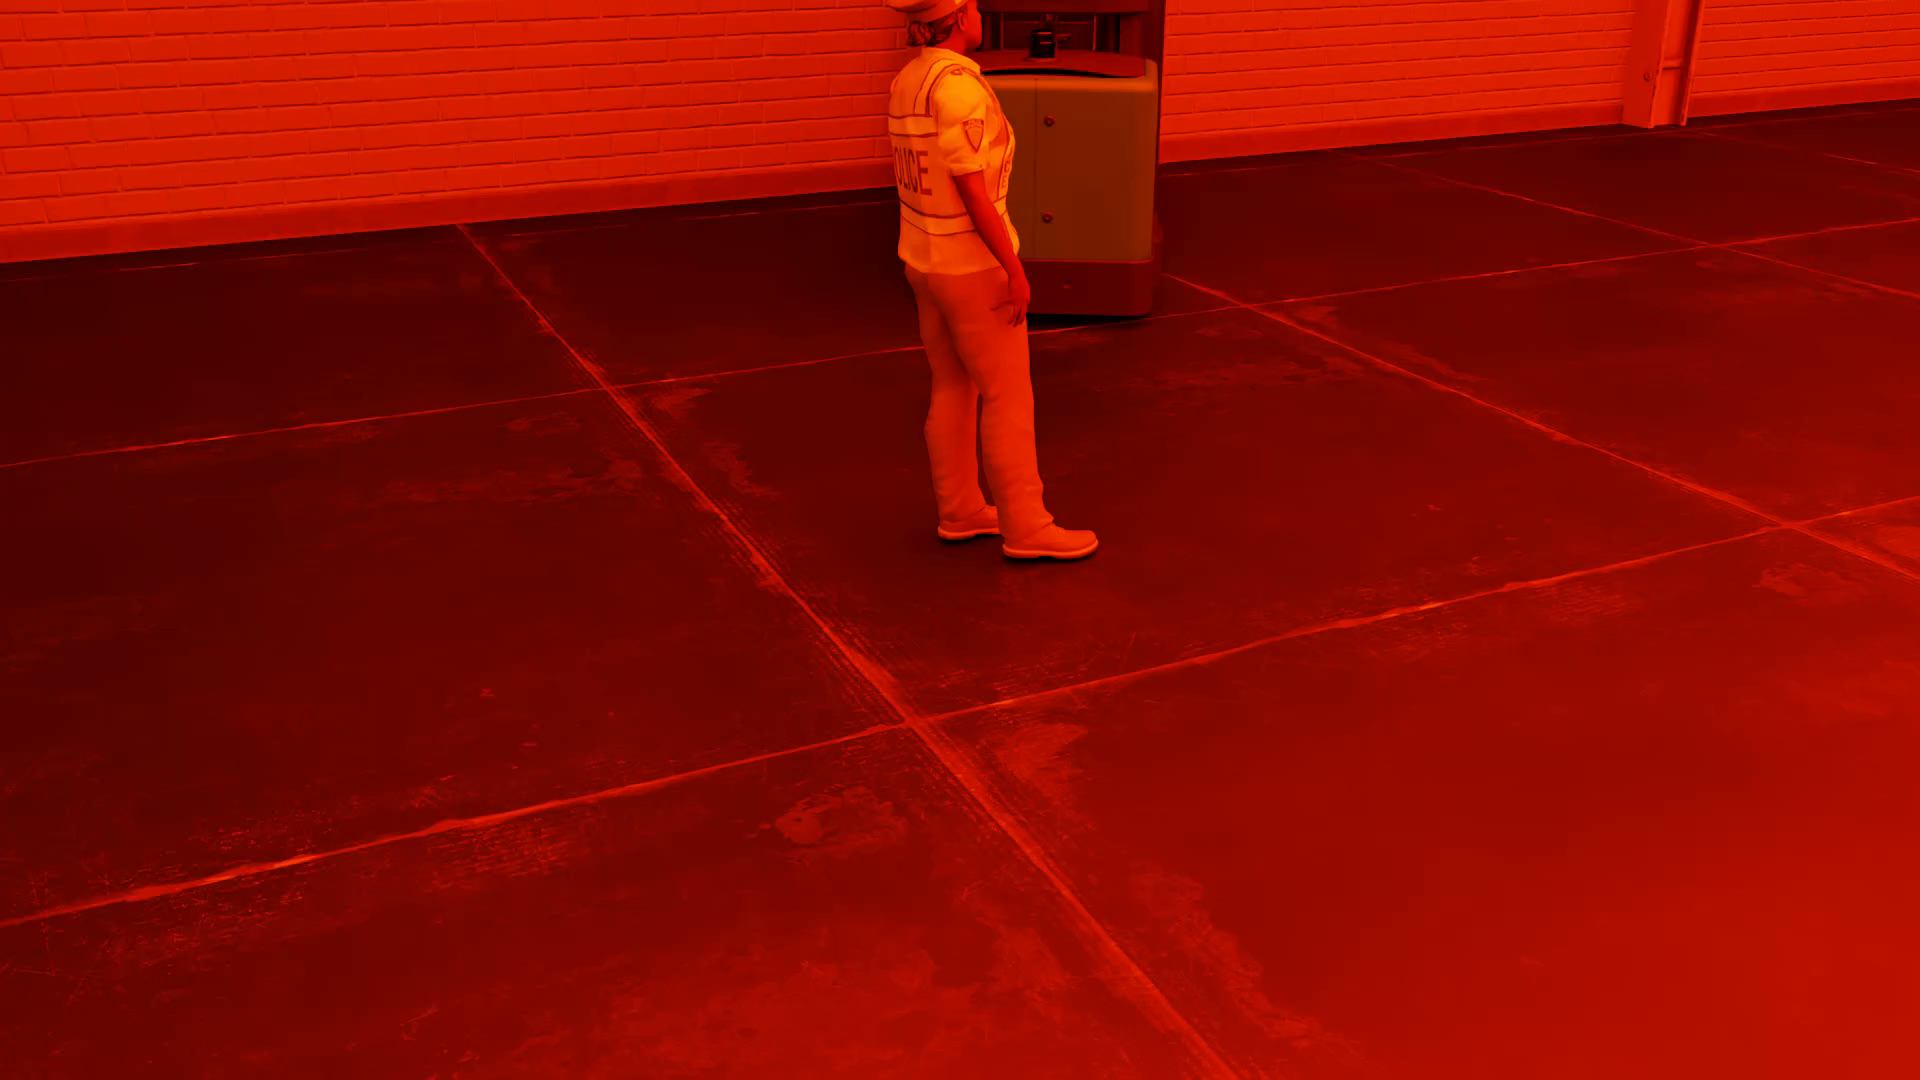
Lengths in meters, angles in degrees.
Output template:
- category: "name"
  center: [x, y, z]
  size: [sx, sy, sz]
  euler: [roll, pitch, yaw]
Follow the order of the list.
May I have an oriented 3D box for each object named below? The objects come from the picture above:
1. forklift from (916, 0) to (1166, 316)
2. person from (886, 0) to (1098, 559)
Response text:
- category: "forklift"
  center: [0.472, -2.860, 8.171]
  size: [1.130, 2.935, 3.031]
  euler: [2, 23, 5]
- category: "person"
  center: [0.076, -0.795, 4.792]
  size: [0.528, 1.697, 0.570]
  euler: [-10, 25, -23]
